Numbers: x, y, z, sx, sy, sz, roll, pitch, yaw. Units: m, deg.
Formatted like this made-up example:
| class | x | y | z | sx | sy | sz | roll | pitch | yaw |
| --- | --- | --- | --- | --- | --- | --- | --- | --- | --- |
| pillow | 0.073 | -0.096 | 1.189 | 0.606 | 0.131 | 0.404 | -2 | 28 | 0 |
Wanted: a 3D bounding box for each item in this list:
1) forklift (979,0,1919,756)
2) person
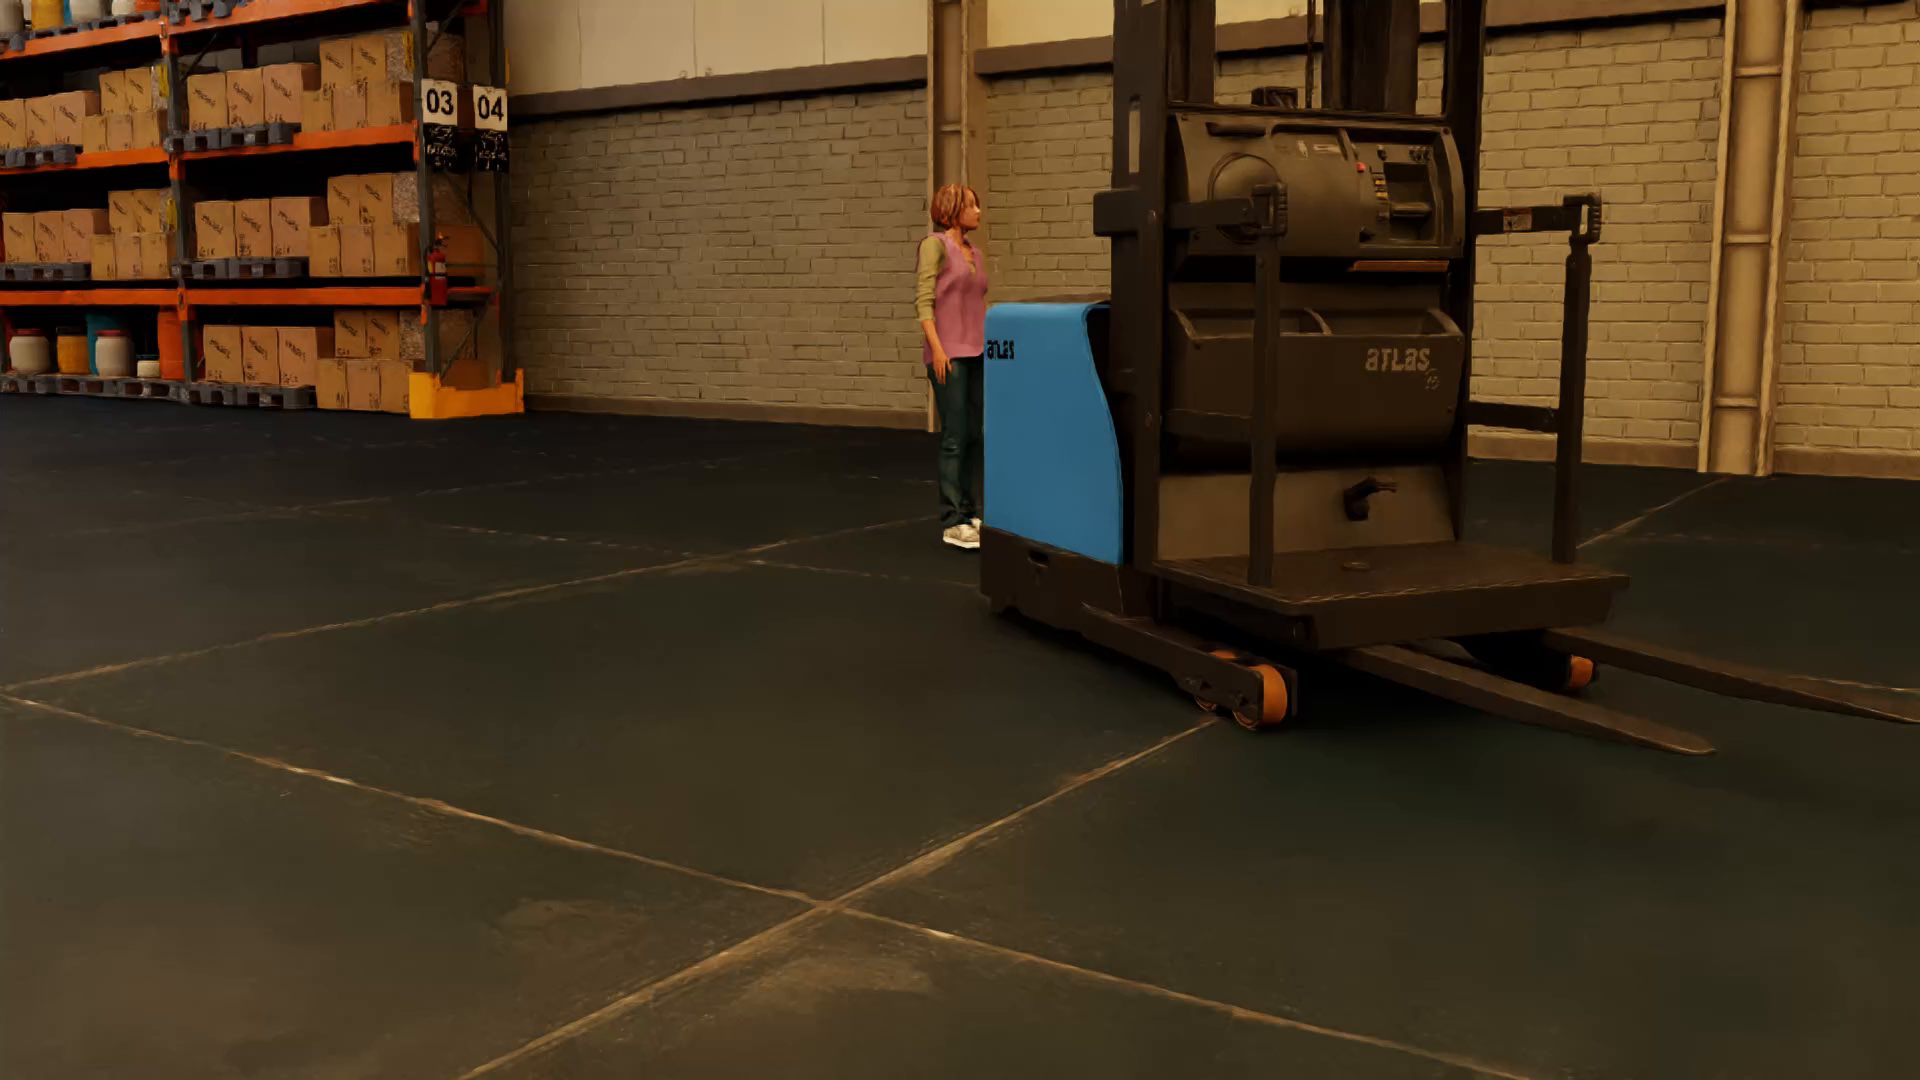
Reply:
| class | x | y | z | sx | sy | sz | roll | pitch | yaw |
| --- | --- | --- | --- | --- | --- | --- | --- | --- | --- |
| forklift | 1.111 | -1.039 | 4.497 | 1.130 | 2.935 | 3.031 | -3 | 9 | -23 |
| person | 0.054 | -0.790 | 7.438 | 0.474 | 1.597 | 0.520 | 5 | 10 | 34 |
